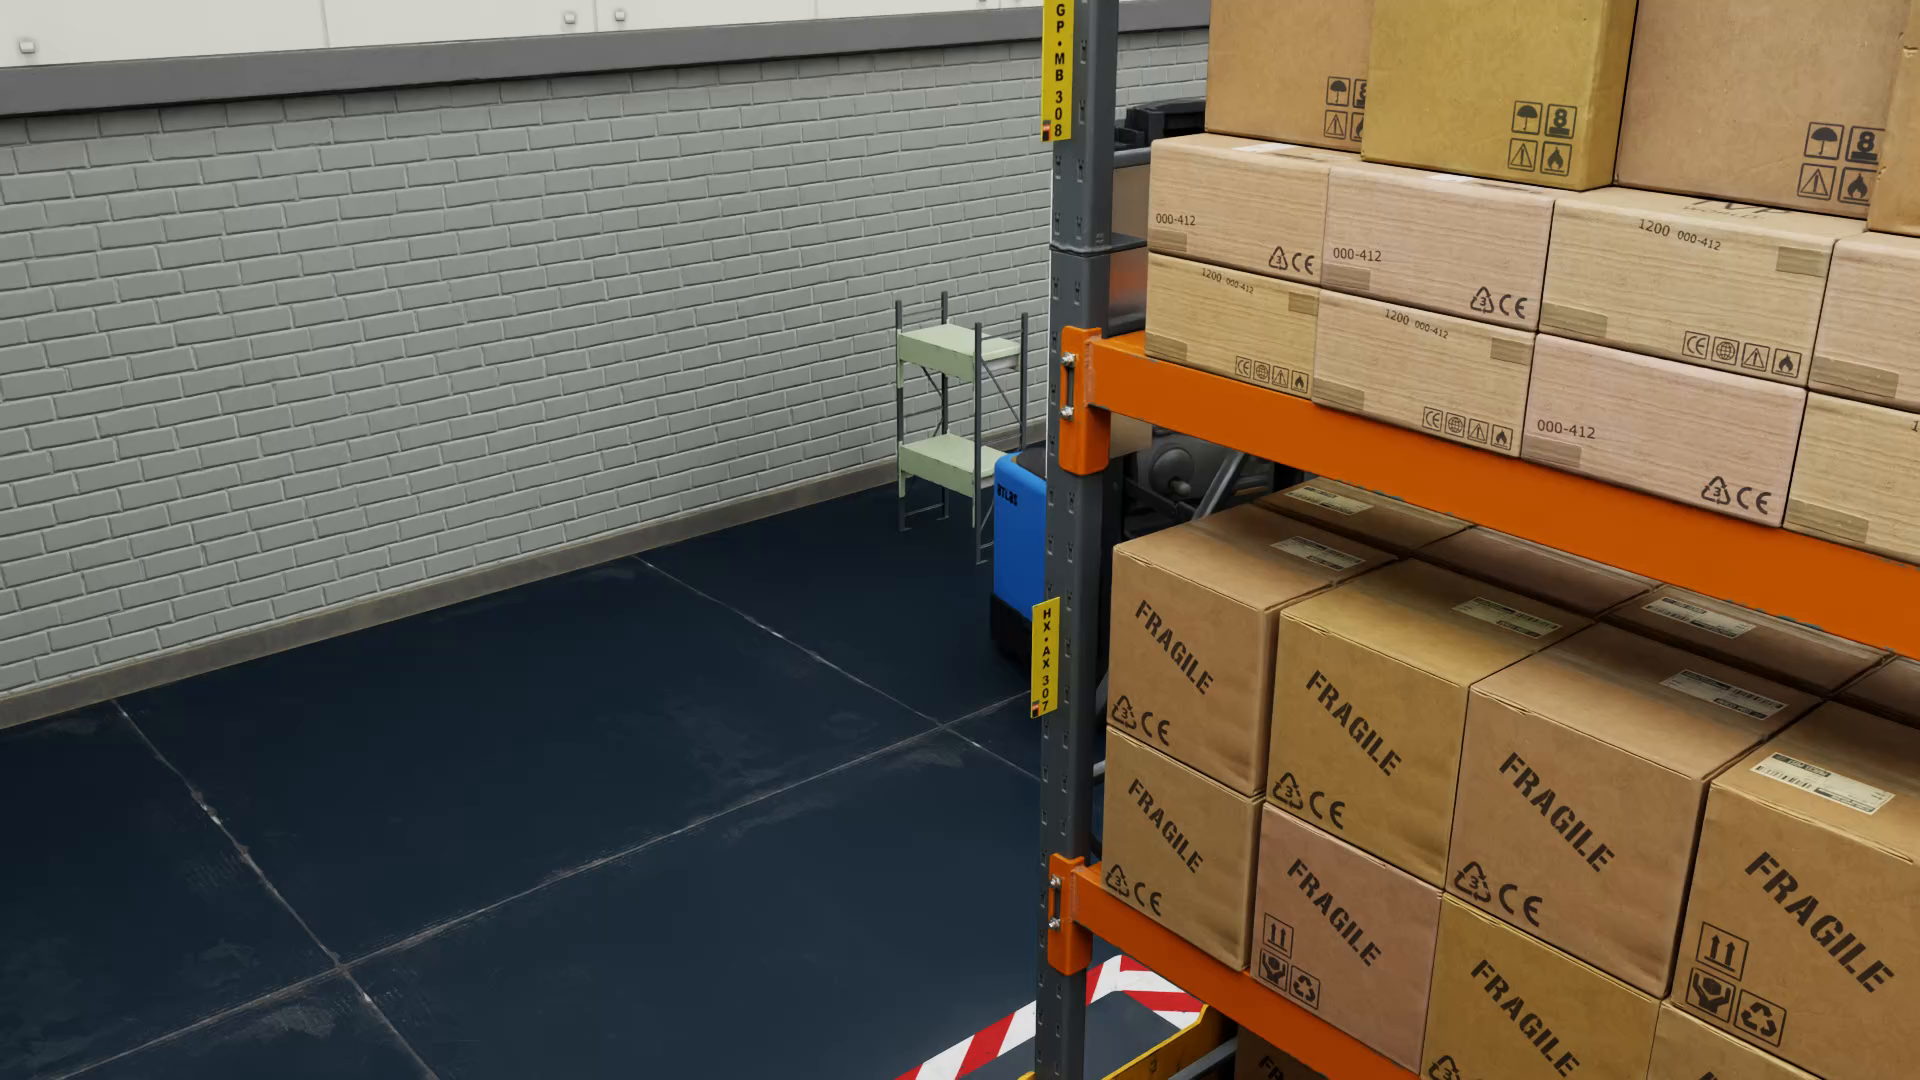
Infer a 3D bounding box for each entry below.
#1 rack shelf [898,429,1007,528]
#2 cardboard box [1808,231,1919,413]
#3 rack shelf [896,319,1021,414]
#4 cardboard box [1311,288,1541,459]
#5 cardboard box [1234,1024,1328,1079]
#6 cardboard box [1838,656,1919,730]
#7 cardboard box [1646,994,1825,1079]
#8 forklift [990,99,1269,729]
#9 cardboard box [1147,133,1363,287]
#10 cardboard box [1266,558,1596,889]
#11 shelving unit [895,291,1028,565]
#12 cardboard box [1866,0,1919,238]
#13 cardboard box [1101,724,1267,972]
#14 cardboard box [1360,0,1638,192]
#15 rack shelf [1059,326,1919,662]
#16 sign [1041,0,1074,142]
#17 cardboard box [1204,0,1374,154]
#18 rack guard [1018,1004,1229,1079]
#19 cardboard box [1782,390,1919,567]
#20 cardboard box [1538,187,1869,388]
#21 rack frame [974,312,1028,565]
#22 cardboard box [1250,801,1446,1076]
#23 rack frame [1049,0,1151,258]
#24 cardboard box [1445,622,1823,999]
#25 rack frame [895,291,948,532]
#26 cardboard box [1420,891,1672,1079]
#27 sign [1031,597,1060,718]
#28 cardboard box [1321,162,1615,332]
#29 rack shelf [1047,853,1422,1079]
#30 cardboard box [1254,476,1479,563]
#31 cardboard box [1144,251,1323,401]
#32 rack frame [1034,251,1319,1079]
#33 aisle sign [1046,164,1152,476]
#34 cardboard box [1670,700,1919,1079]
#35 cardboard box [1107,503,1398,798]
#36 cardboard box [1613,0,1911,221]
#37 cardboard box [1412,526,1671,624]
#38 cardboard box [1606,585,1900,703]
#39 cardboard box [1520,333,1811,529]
[{"bbox_3d":[0.004,-0.393,10.325,0.431,0.370,0.720,-17,27,-37],"label":"rack shelf"},{"bbox_3d":[1.752,-0.355,2.685,0.500,0.250,0.500,-17,27,-37],"label":"cardboard box"},{"bbox_3d":[0.004,-1.060,10.063,0.431,0.370,0.720,-17,27,-37],"label":"rack shelf"},{"bbox_3d":[1.098,-0.398,3.480,0.500,0.250,0.500,-17,27,-37],"label":"cardboard box"},{"bbox_3d":[1.180,1.636,5.019,0.500,0.500,0.500,-17,27,-37],"label":"cardboard box"},{"bbox_3d":[2.145,0.554,3.449,0.500,0.500,0.500,-16,27,-36],"label":"cardboard box"},{"bbox_3d":[1.720,1.143,3.315,0.500,0.500,0.500,-17,27,-37],"label":"cardboard box"},{"bbox_3d":[1.291,-0.412,7.517,1.130,2.935,3.031,-11,24,-25],"label":"forklift"},{"bbox_3d":[0.777,-0.771,3.746,0.500,0.250,0.500,-17,27,-37],"label":"cardboard box"},{"bbox_3d":[1.075,0.401,3.839,0.500,0.500,0.500,-17,27,-37],"label":"cardboard box"},{"bbox_3d":[0.004,-0.696,10.206,0.431,1.500,0.755,-17,27,-37],"label":"shelving unit"},{"bbox_3d":[1.912,-0.754,2.676,0.700,0.500,0.500,-17,27,-37],"label":"cardboard box"},{"bbox_3d":[0.728,0.724,4.386,0.500,0.500,0.500,-17,27,-36],"label":"cardboard box"},{"bbox_3d":[1.248,-1.027,3.373,0.700,0.500,0.500,-17,27,-37],"label":"cardboard box"},{"bbox_3d":[1.944,0.076,3.050,1.077,0.370,4.000,-17,27,-37],"label":"rack shelf"},{"bbox_3d":[0.227,-1.089,3.841,0.100,0.325,0.005,-17,27,-37],"label":"sign"},{"bbox_3d":[0.986,-1.186,3.777,0.700,0.500,0.500,-17,27,-37],"label":"cardboard box"},{"bbox_3d":[0.688,1.770,5.279,1.175,0.500,0.348,-17,27,-37],"label":"rack guard"},{"bbox_3d":[1.757,-0.124,2.779,0.500,0.250,0.500,-17,27,-37],"label":"cardboard box"},{"bbox_3d":[1.429,-0.494,3.040,0.500,0.250,0.500,-17,27,-37],"label":"cardboard box"},{"bbox_3d":[0.243,-0.595,9.948,0.400,1.500,0.023,-17,27,-37],"label":"rack frame"},{"bbox_3d":[1.069,0.865,4.025,0.500,0.500,0.500,-18,28,-38],"label":"cardboard box"},{"bbox_3d":[0.638,-2.208,3.783,1.000,3.000,0.127,-17,27,-37],"label":"rack frame"},{"bbox_3d":[1.398,0.540,3.483,0.500,0.500,0.500,-17,27,-37],"label":"cardboard box"},{"bbox_3d":[-0.235,-0.798,10.464,0.400,1.500,0.023,-17,27,-37],"label":"rack frame"},{"bbox_3d":[1.395,1.005,3.669,0.500,0.500,0.500,-18,27,-38],"label":"cardboard box"},{"bbox_3d":[0.227,0.311,4.389,0.100,0.325,0.005,-17,27,-37],"label":"sign"},{"bbox_3d":[1.098,-0.631,3.389,0.500,0.250,0.500,-17,27,-37],"label":"cardboard box"},{"bbox_3d":[1.944,1.473,3.597,1.077,0.370,4.000,-17,27,-37],"label":"rack shelf"},{"bbox_3d":[1.137,0.131,4.530,0.500,0.500,0.500,-18,28,-38],"label":"cardboard box"},{"bbox_3d":[0.781,-0.539,3.840,0.500,0.250,0.500,-17,27,-37],"label":"cardboard box"},{"bbox_3d":[0.638,0.585,4.877,1.000,3.000,0.127,-17,27,-37],"label":"rack frame"},{"bbox_3d":[0.371,-0.574,4.273,0.394,0.787,0.004,-17,27,-37],"label":"aisle sign"},{"bbox_3d":[1.730,0.681,3.125,0.500,0.500,0.500,-18,28,-38],"label":"cardboard box"},{"bbox_3d":[0.728,0.258,4.203,0.500,0.500,0.500,-16,27,-36],"label":"cardboard box"},{"bbox_3d":[1.656,-0.915,3.085,0.700,0.500,0.500,-17,27,-37],"label":"cardboard box"},{"bbox_3d":[1.468,0.270,4.174,0.500,0.500,0.500,-17,27,-36],"label":"cardboard box"},{"bbox_3d":[1.810,0.412,3.811,0.500,0.500,0.500,-17,27,-36],"label":"cardboard box"},{"bbox_3d":[1.425,-0.260,3.128,0.500,0.250,0.500,-17,27,-37],"label":"cardboard box"}]
